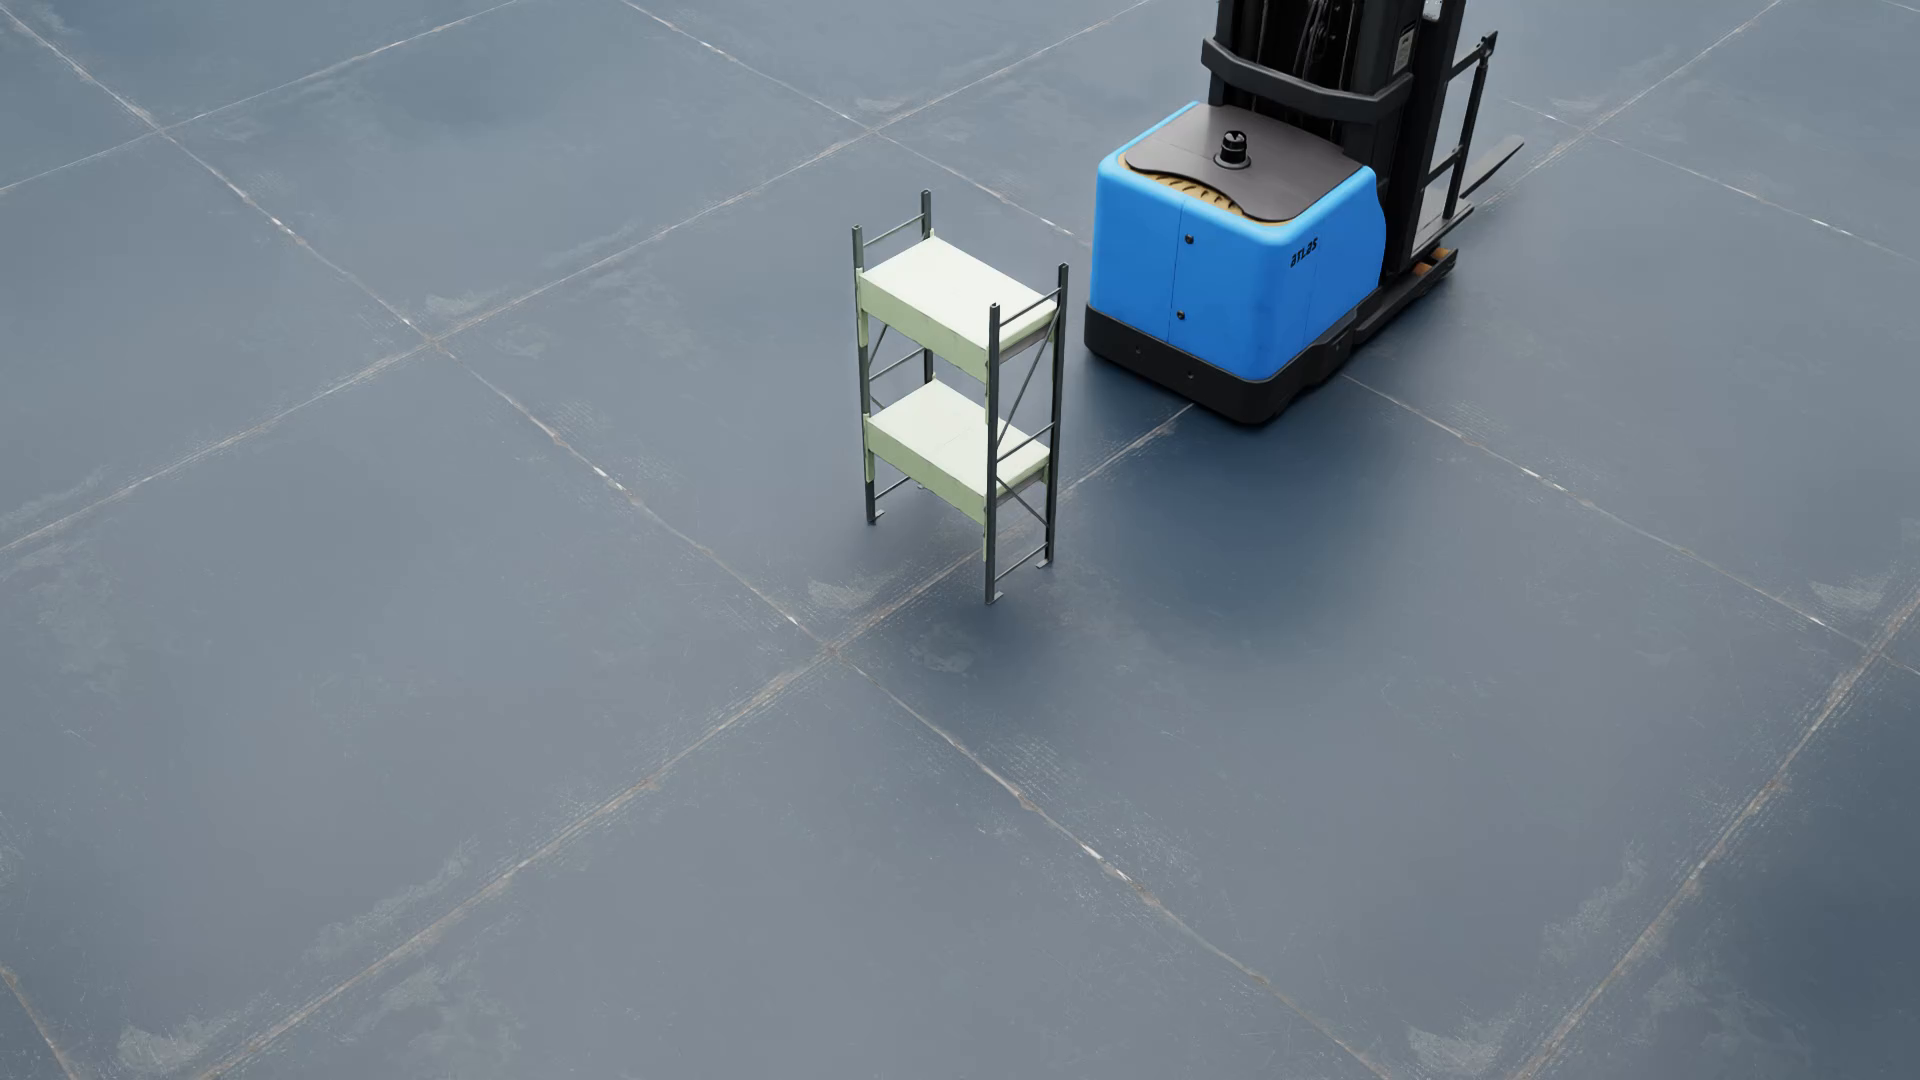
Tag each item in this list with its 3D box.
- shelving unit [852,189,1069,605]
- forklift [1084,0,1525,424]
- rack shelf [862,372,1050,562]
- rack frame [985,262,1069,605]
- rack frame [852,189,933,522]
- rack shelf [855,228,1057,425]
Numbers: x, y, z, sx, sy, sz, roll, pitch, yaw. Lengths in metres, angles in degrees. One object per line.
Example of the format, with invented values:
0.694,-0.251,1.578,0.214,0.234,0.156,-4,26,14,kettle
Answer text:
-0.005,-0.554,6.744,0.431,1.500,0.755,-34,53,-31,shelving unit
1.950,-2.546,7.846,1.130,2.935,3.031,30,51,29,forklift
-0.005,-0.315,6.966,0.431,0.370,0.720,-34,53,-31,rack shelf
0.254,-0.378,6.554,0.400,1.500,0.023,-34,53,-31,rack frame
-0.263,-0.730,6.935,0.400,1.500,0.023,-34,53,-31,rack frame
-0.005,-0.841,6.480,0.431,0.370,0.720,-34,53,-31,rack shelf
